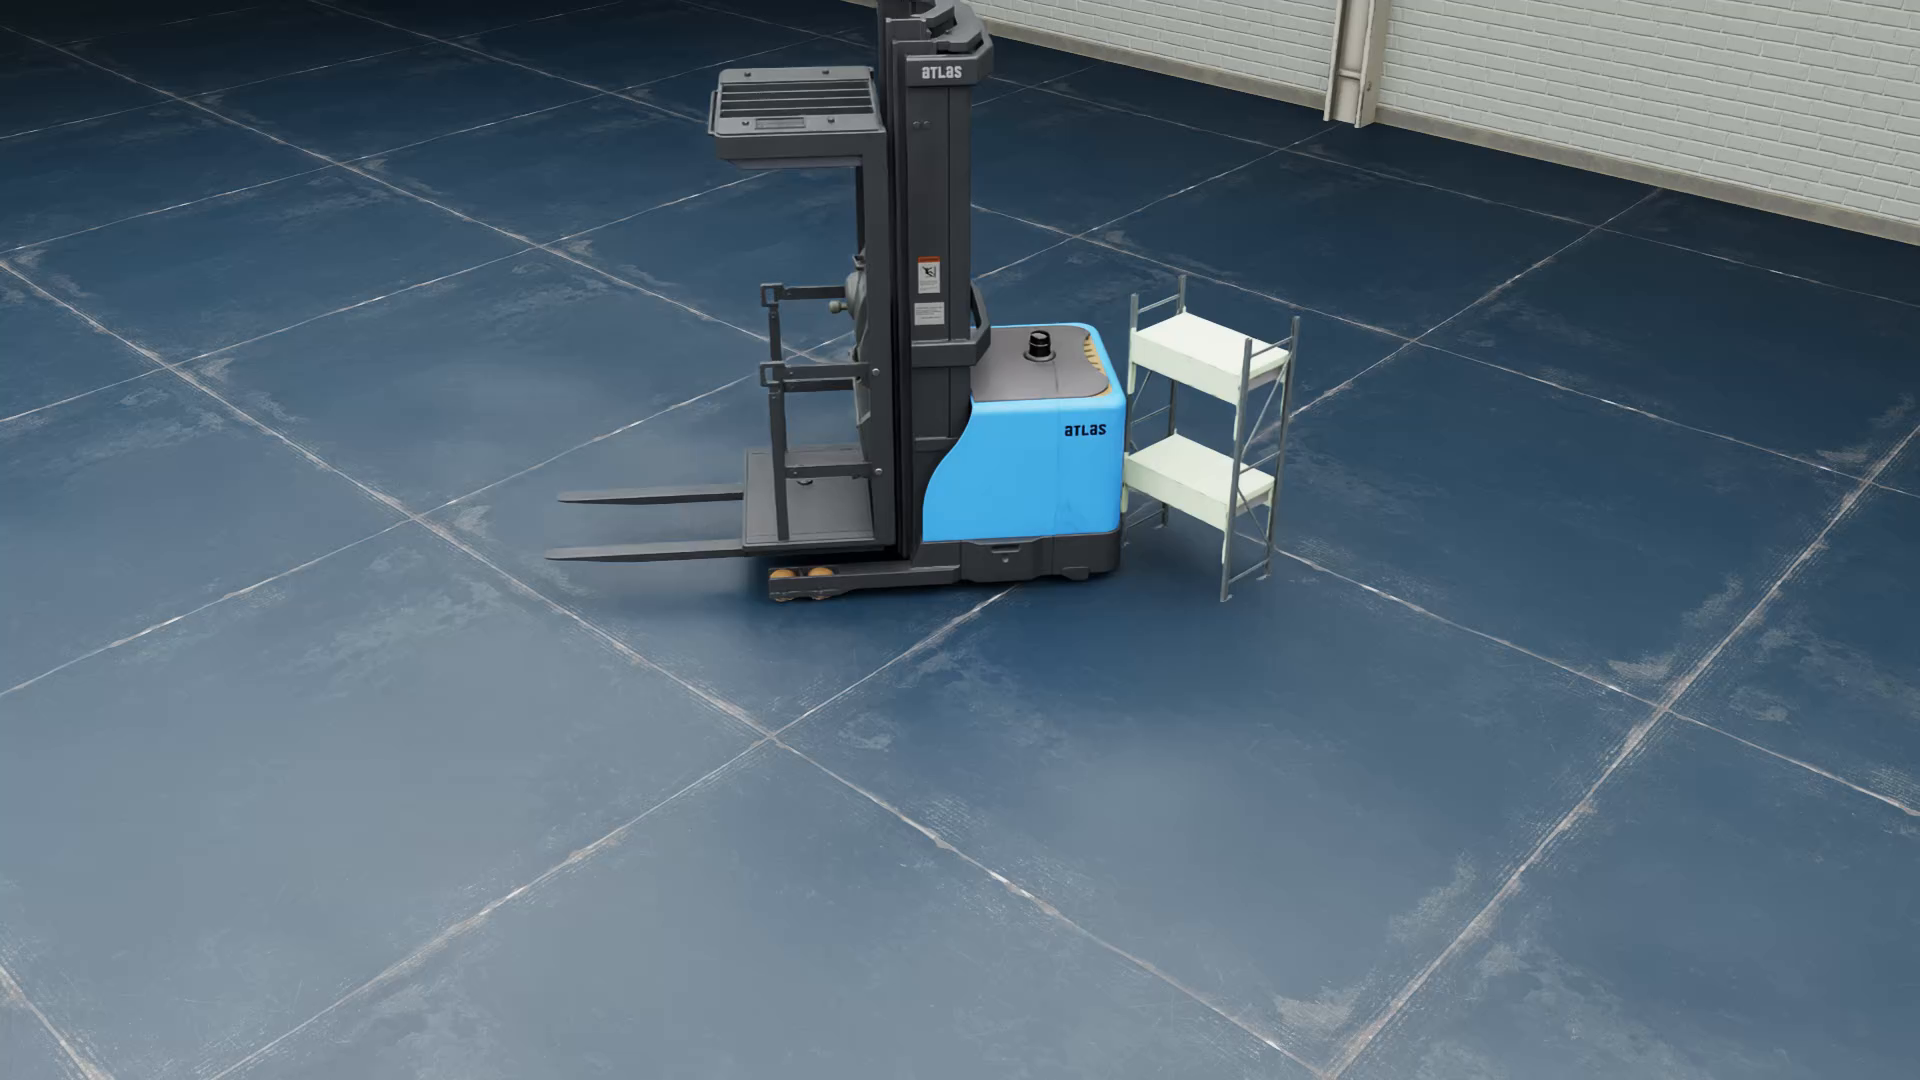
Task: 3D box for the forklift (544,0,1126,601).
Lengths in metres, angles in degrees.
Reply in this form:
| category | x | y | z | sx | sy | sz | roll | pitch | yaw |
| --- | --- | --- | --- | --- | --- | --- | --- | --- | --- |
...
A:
| category | x | y | z | sx | sy | sz | roll | pitch | yaw |
| --- | --- | --- | --- | --- | --- | --- | --- | --- | --- |
| forklift | -0.694 | -1.220 | 8.435 | 3.031 | 2.935 | 1.130 | -3 | 31 | -5 |

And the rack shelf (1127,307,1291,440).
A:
| category | x | y | z | sx | sy | sz | roll | pitch | yaw |
| --- | --- | --- | --- | --- | --- | --- | --- | --- | --- |
| rack shelf | 1.267 | -0.857 | 8.463 | 0.431 | 0.370 | 0.720 | -25 | 39 | -36 |

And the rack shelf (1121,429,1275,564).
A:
| category | x | y | z | sx | sy | sz | roll | pitch | yaw |
| --- | --- | --- | --- | --- | --- | --- | --- | --- | --- |
| rack shelf | 1.267 | -0.244 | 8.833 | 0.431 | 0.370 | 0.720 | -25 | 39 | -36 |

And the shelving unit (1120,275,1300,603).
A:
| category | x | y | z | sx | sy | sz | roll | pitch | yaw |
| --- | --- | --- | --- | --- | --- | --- | --- | --- | --- |
| shelving unit | 1.267 | -0.523 | 8.665 | 0.431 | 1.500 | 0.755 | -25 | 39 | -36 |

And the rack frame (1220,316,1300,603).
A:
| category | x | y | z | sx | sy | sz | roll | pitch | yaw |
| --- | --- | --- | --- | --- | --- | --- | --- | --- | --- |
| rack frame | 1.515 | -0.384 | 8.434 | 0.400 | 1.500 | 0.023 | -25 | 39 | -36 |

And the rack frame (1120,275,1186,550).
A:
| category | x | y | z | sx | sy | sz | roll | pitch | yaw |
| --- | --- | --- | --- | --- | --- | --- | --- | --- | --- |
| rack frame | 1.019 | -0.662 | 8.895 | 0.400 | 1.500 | 0.023 | -25 | 39 | -36 |

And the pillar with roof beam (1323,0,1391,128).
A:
| category | x | y | z | sx | sy | sz | roll | pitch | yaw |
| --- | --- | --- | --- | --- | --- | --- | --- | --- | --- |
| pillar with roof beam | 0.840 | -6.227 | 10.869 | 0.400 | 9.000 | 9.100 | 25 | 39 | 35 |
